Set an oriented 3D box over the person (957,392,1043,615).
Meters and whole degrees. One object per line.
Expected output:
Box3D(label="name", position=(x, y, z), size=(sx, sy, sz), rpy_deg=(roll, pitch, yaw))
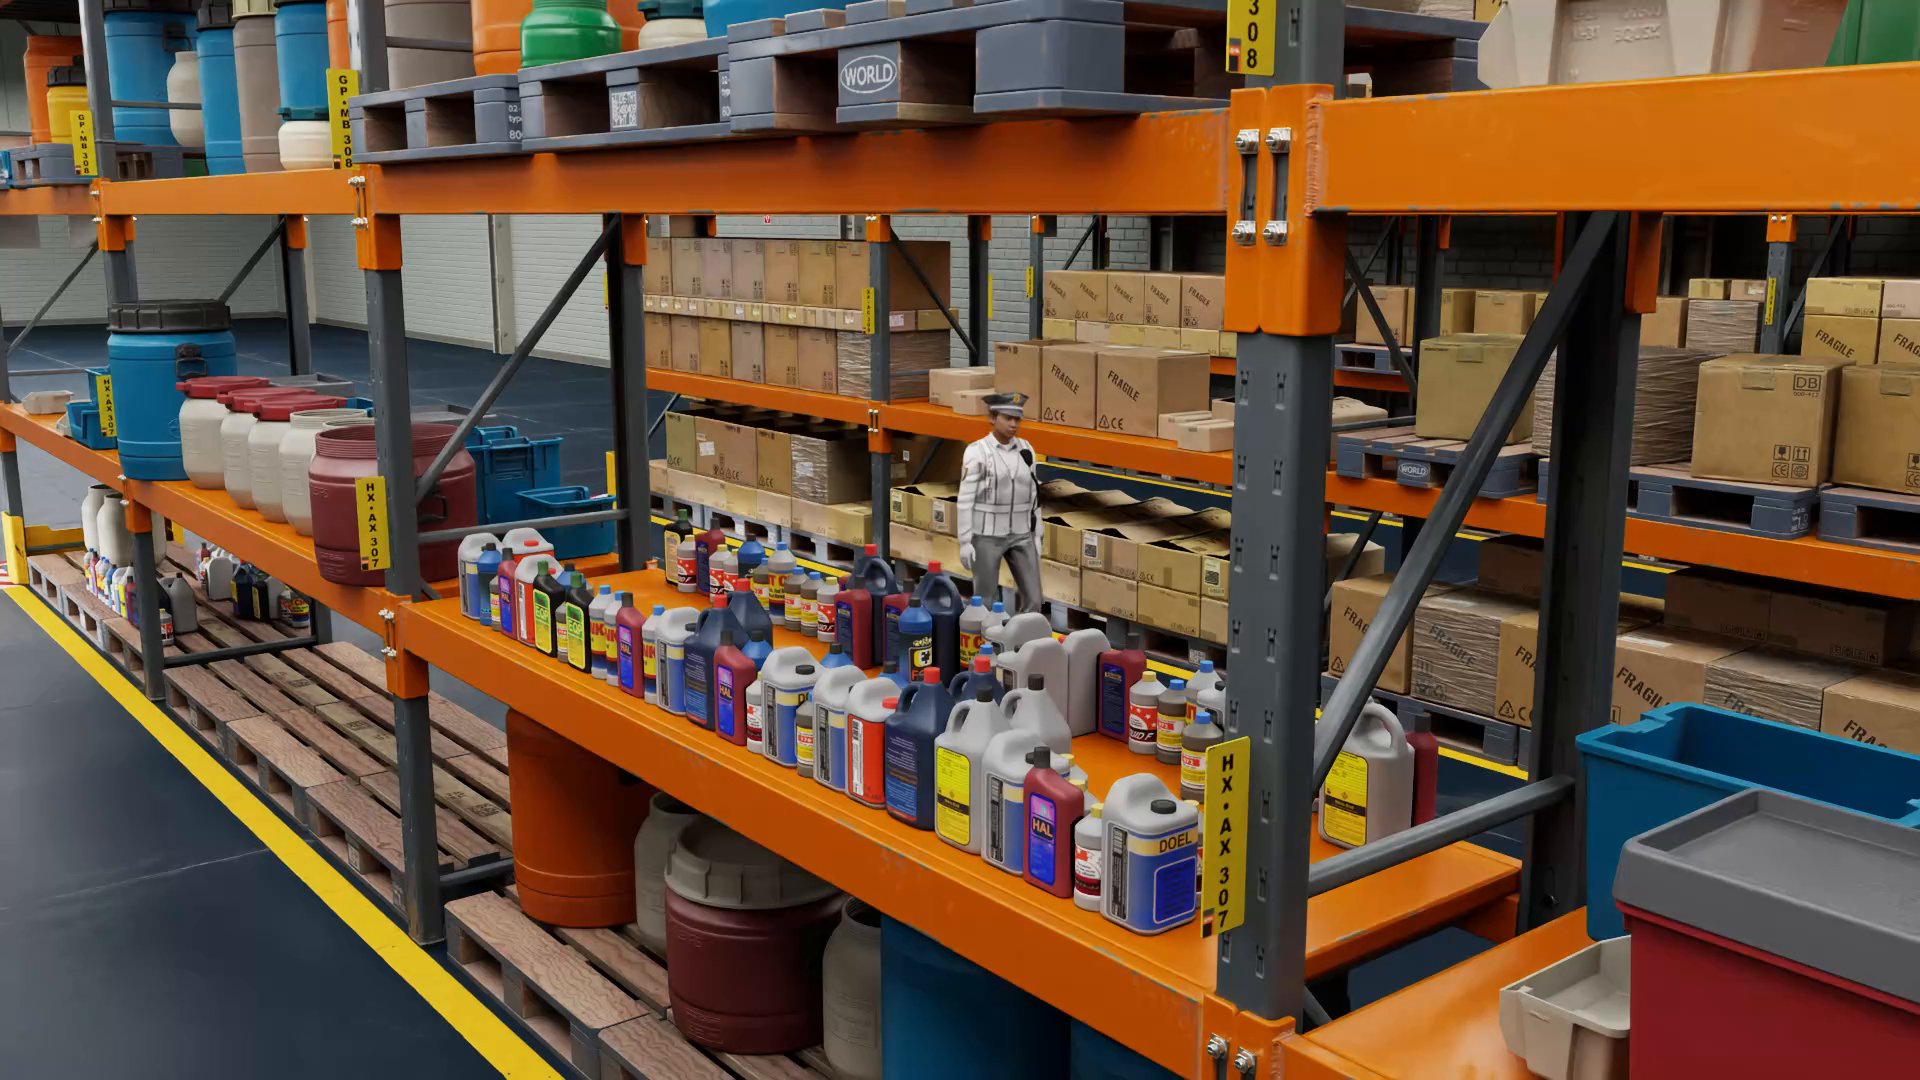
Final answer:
Box3D(label="person", position=(0.243, 0.000, 9.326), size=(0.517, 1.672, 0.359), rpy_deg=(-5, 12, -23))
